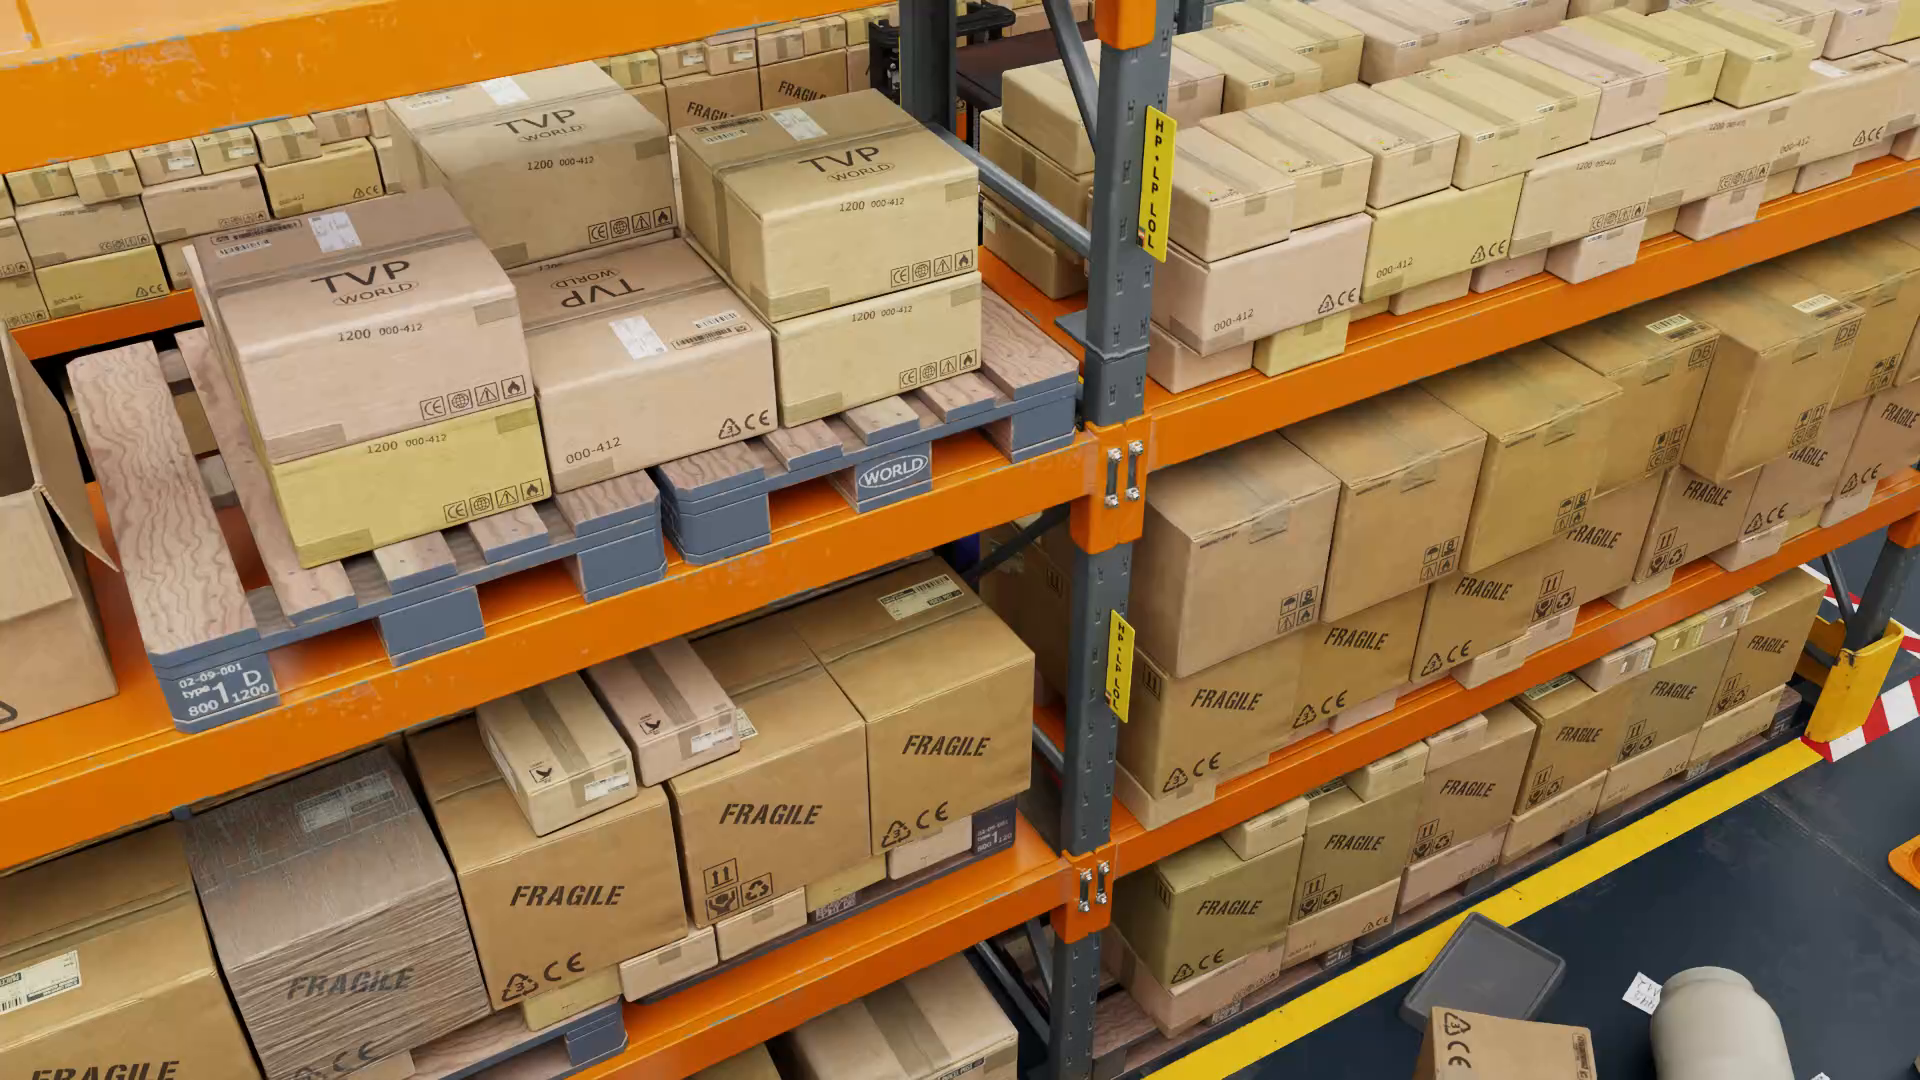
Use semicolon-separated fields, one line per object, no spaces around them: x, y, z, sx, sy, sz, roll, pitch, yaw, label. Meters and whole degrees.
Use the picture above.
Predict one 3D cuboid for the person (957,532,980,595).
-0.077;0.265;7.003;0.840;1.153;0.444;-22;42;-26;person
